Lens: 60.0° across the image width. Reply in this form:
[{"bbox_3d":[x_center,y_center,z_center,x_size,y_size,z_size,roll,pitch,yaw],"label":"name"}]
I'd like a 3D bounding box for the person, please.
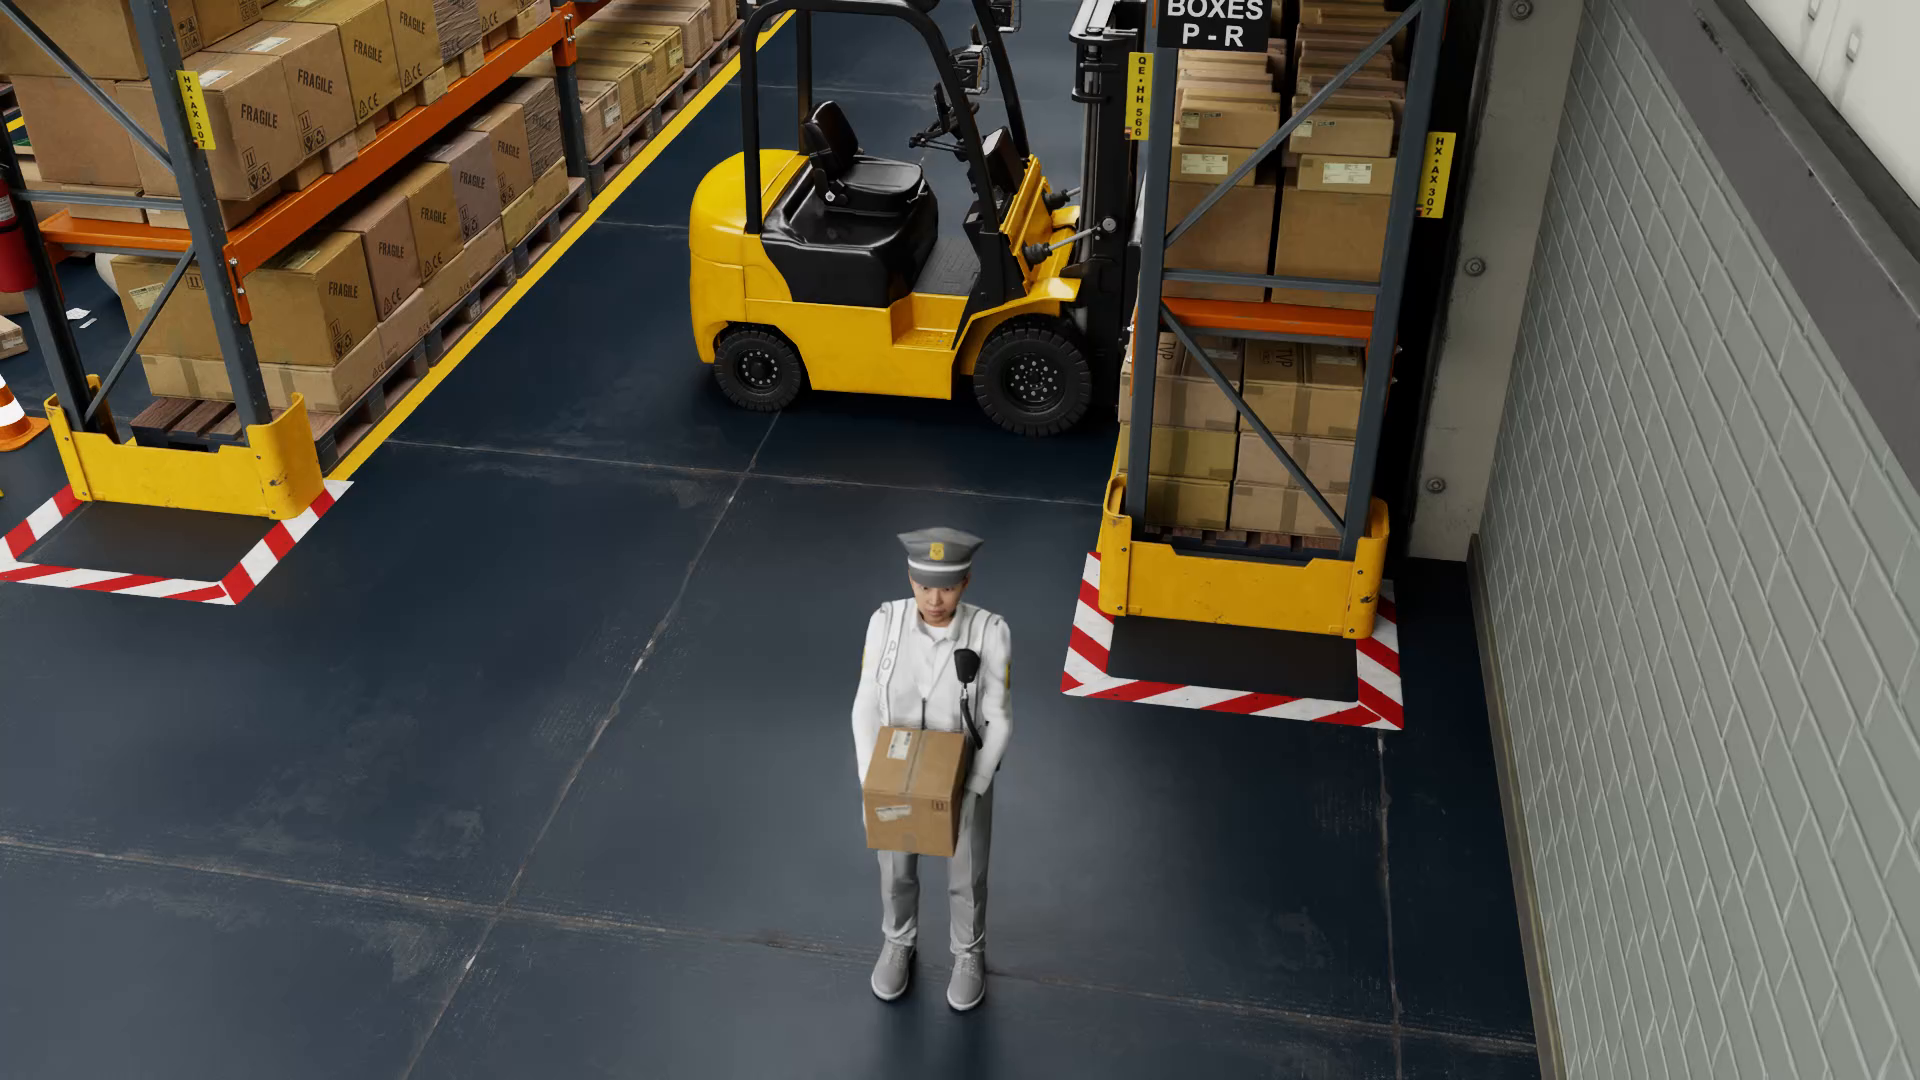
[{"bbox_3d":[-0.087,0.732,4.962,0.479,1.692,0.529,5,33,8],"label":"person"}]
